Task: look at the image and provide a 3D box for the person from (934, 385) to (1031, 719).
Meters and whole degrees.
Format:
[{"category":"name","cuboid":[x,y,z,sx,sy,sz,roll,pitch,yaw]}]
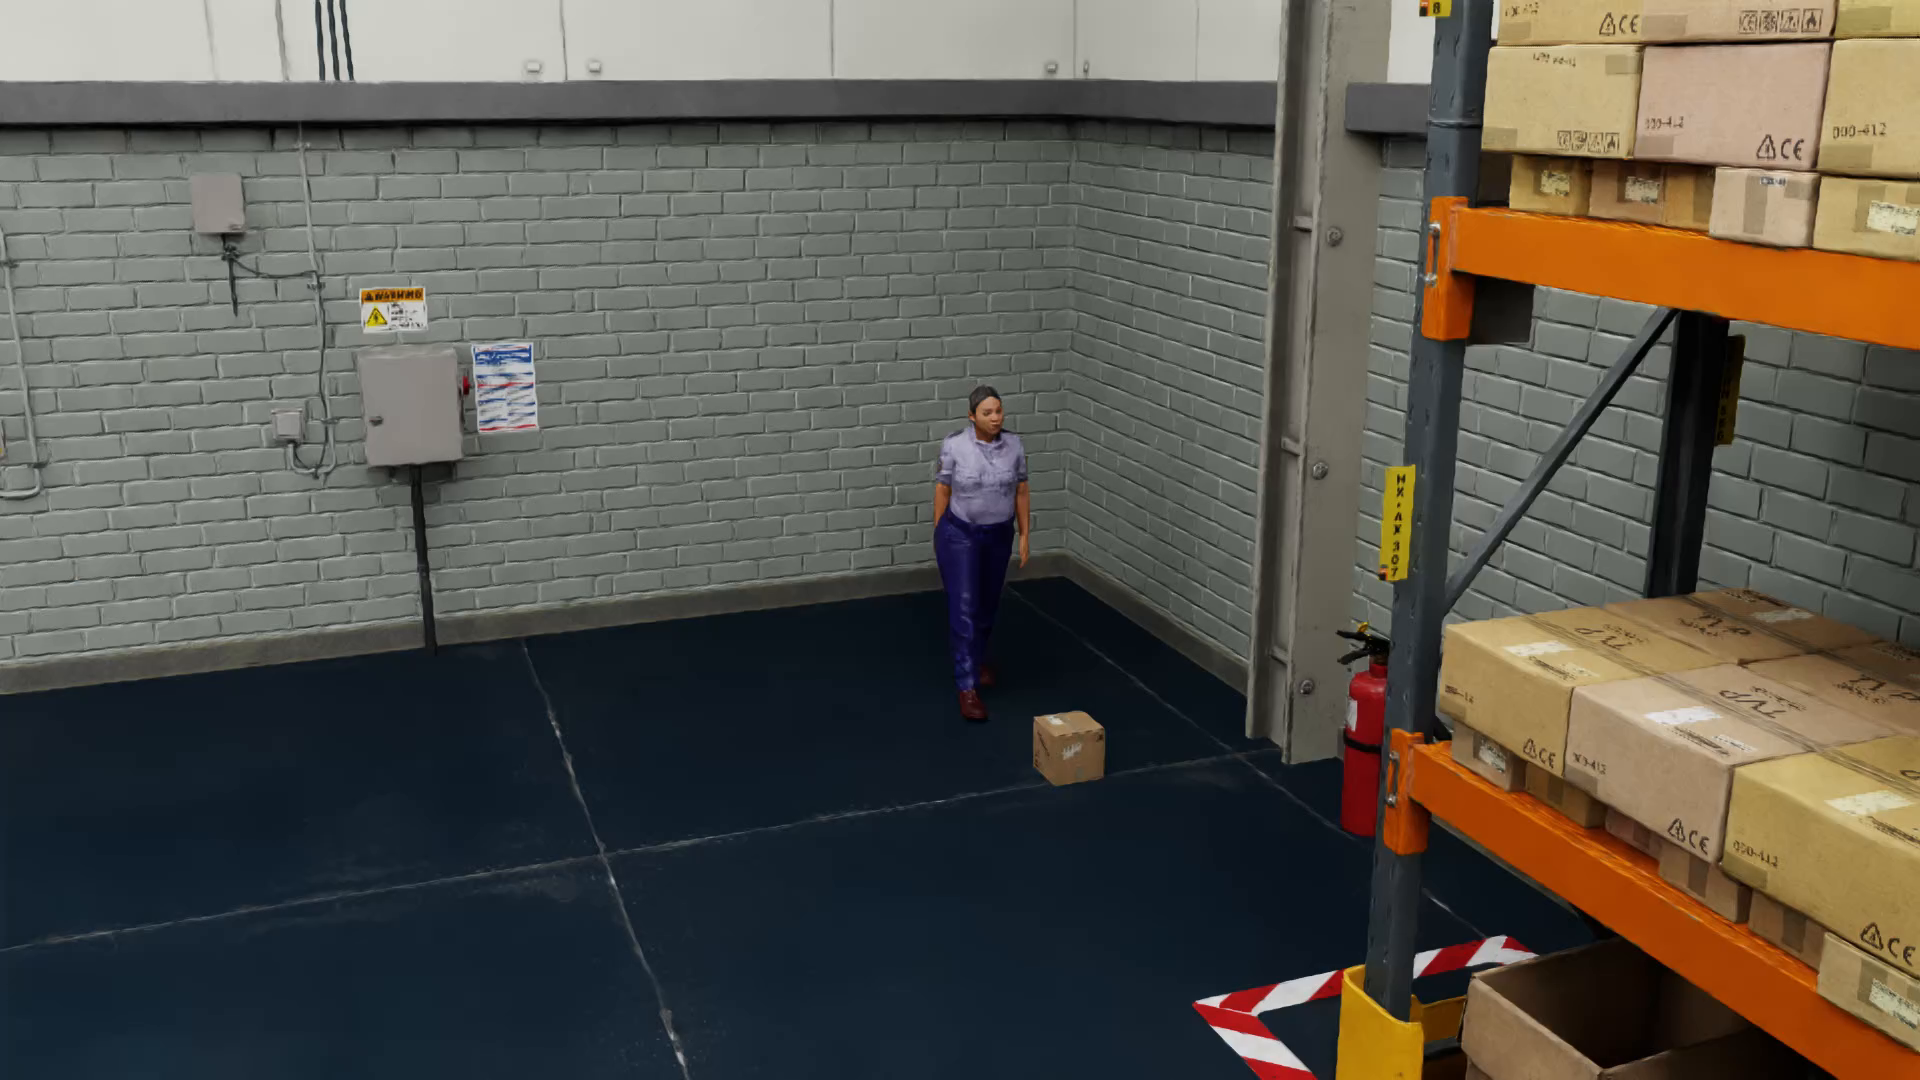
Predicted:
[{"category":"person","cuboid":[0.138,0.023,8.472,0.506,1.613,0.744,-7,17,-22]}]
